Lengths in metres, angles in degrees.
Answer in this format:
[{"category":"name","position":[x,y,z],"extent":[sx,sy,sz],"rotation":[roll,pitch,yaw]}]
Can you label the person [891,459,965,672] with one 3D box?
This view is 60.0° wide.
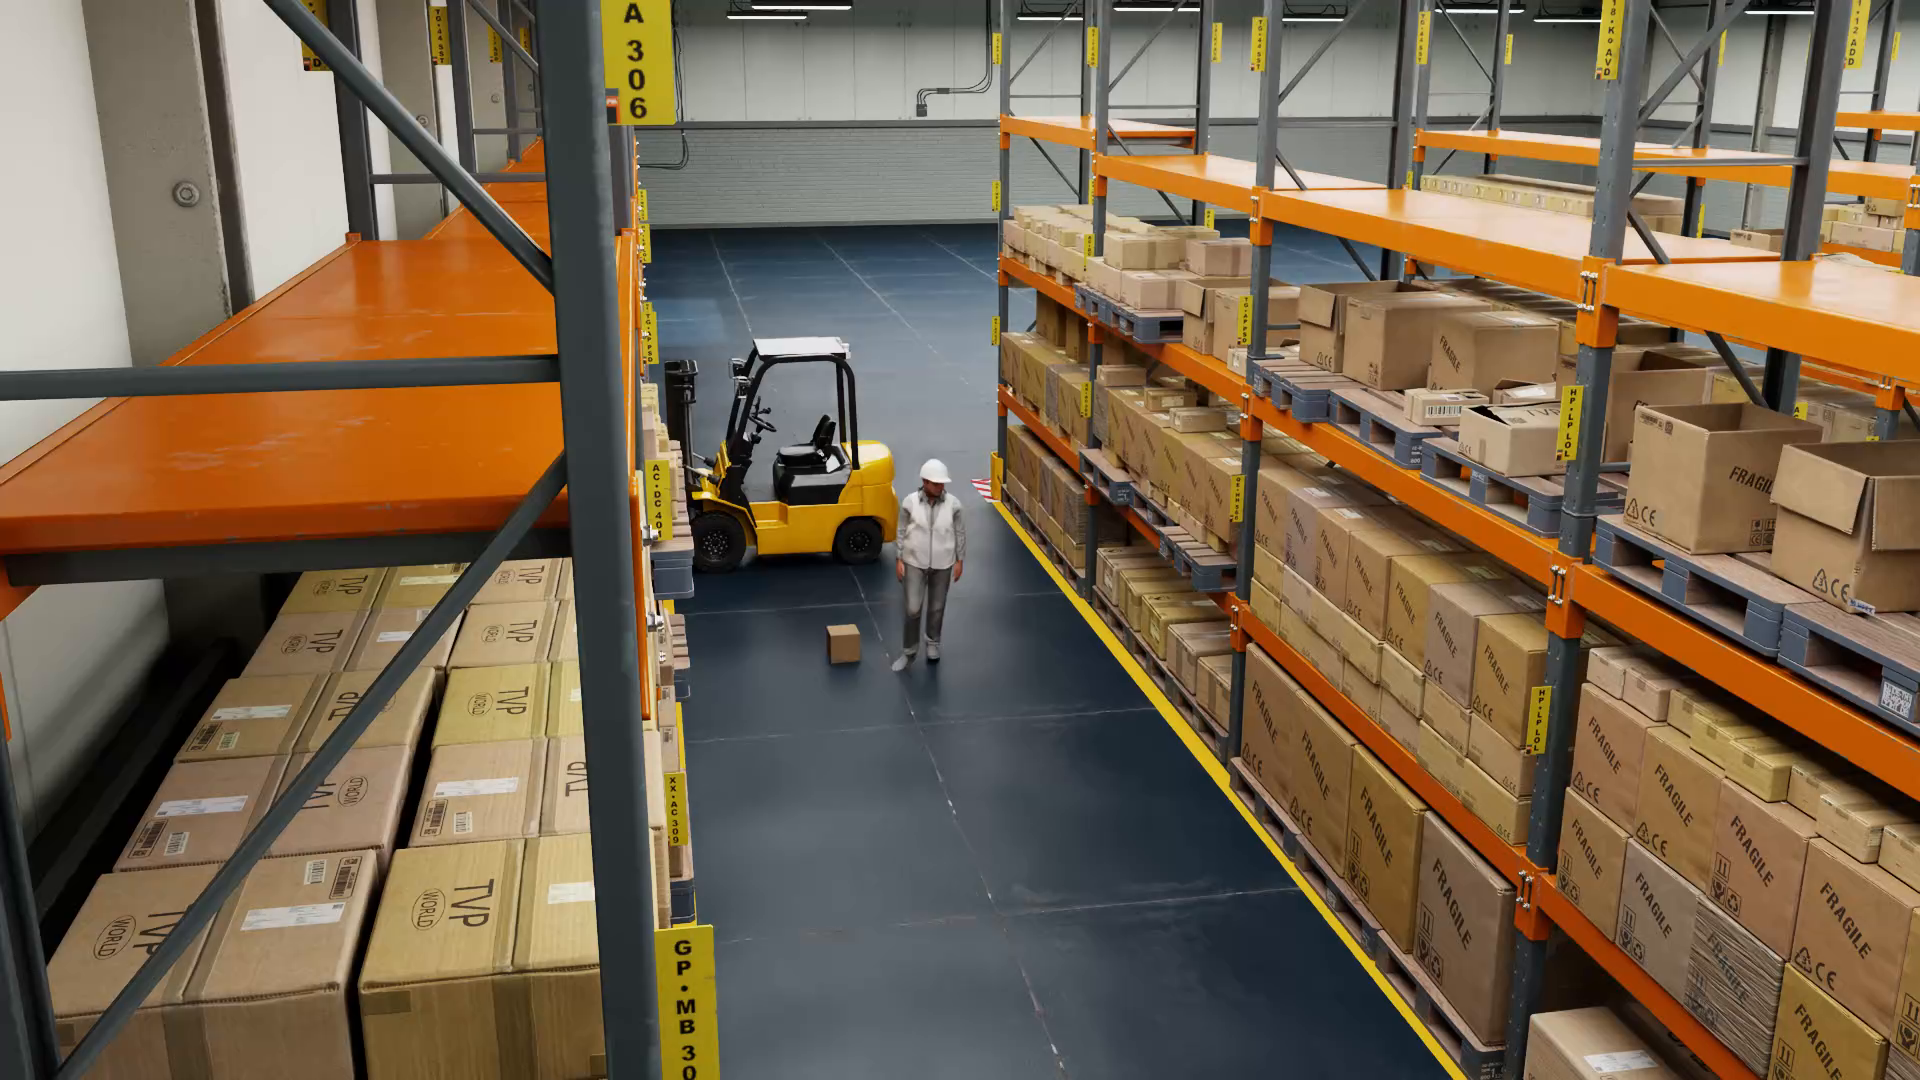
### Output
[{"category":"person","position":[-0.279,0.200,13.848],"extent":[0.644,1.817,0.520],"rotation":[-2,16,-7]}]
